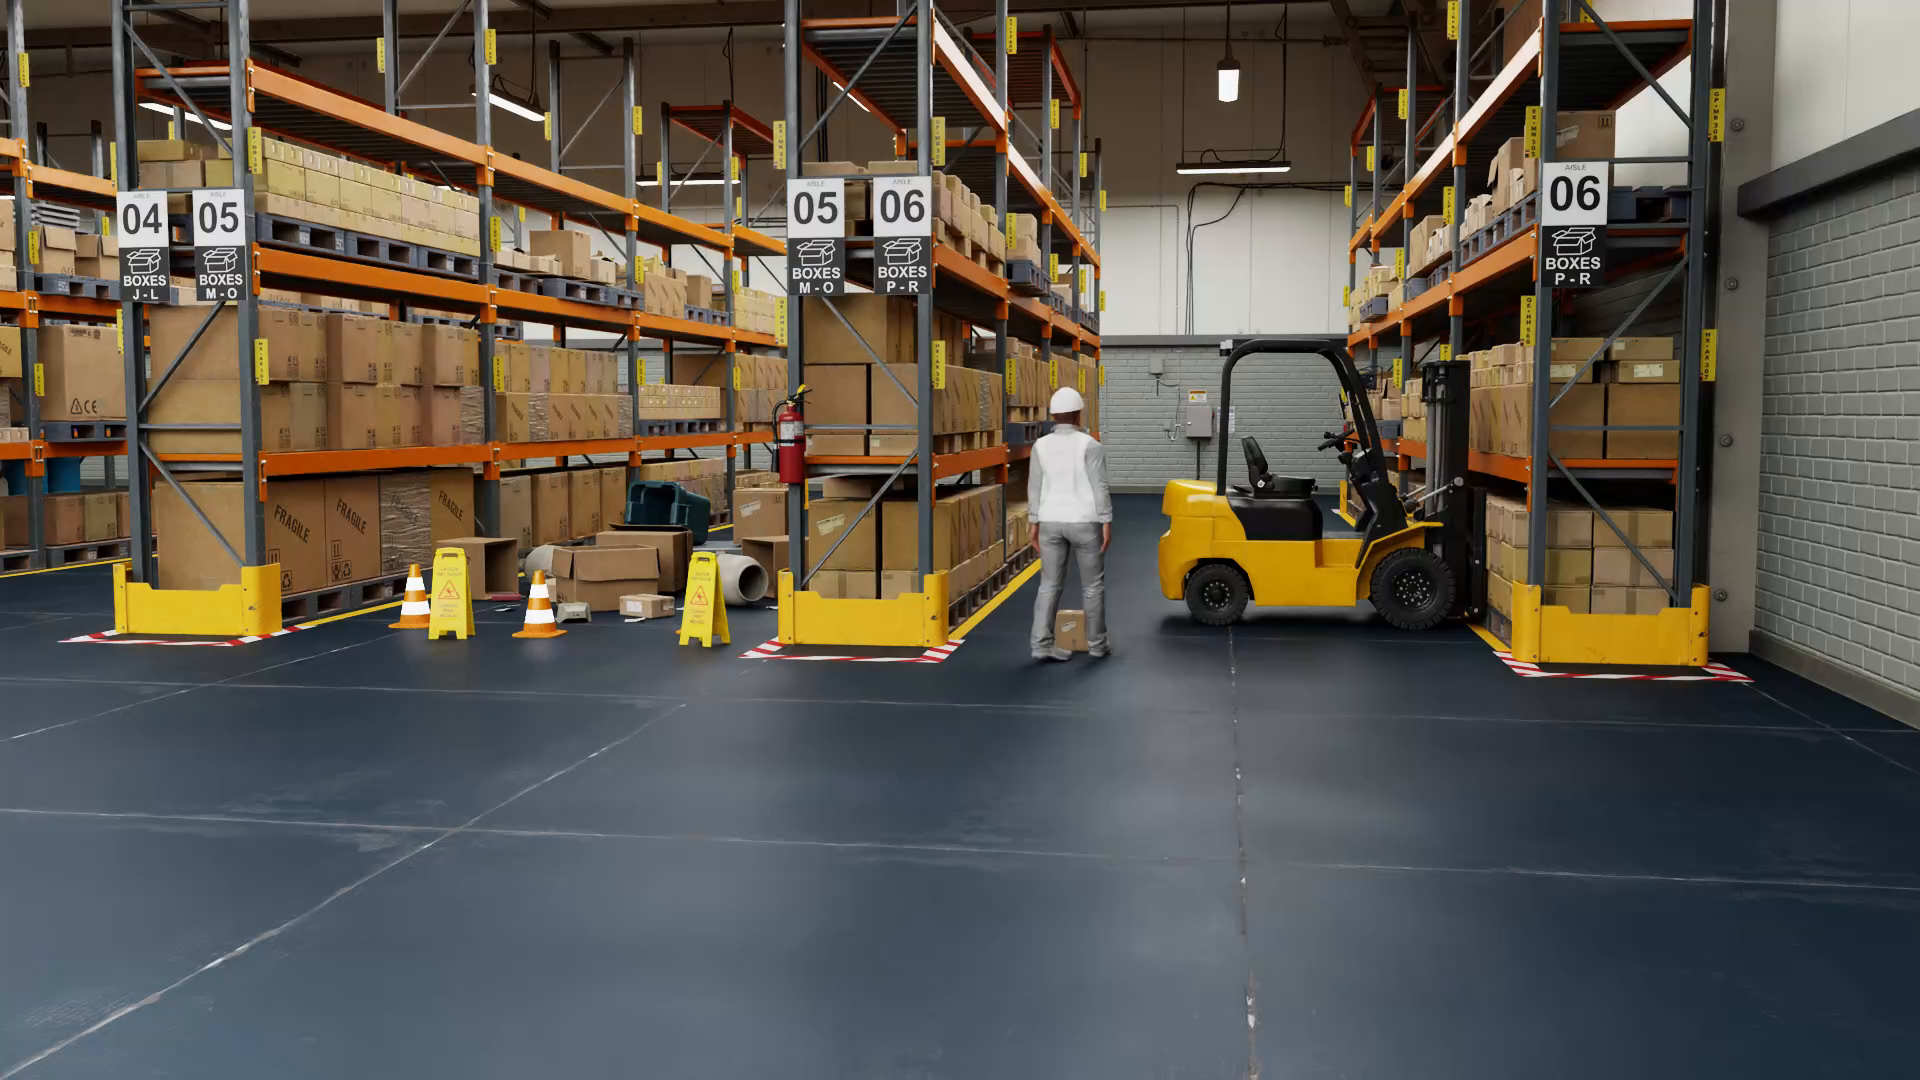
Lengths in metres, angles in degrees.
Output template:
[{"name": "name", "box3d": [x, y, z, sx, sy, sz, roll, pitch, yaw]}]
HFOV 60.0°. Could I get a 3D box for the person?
[{"name": "person", "box3d": [0.754, -0.107, 10.856, 0.574, 1.773, 0.686, 2, 5, 25]}]
